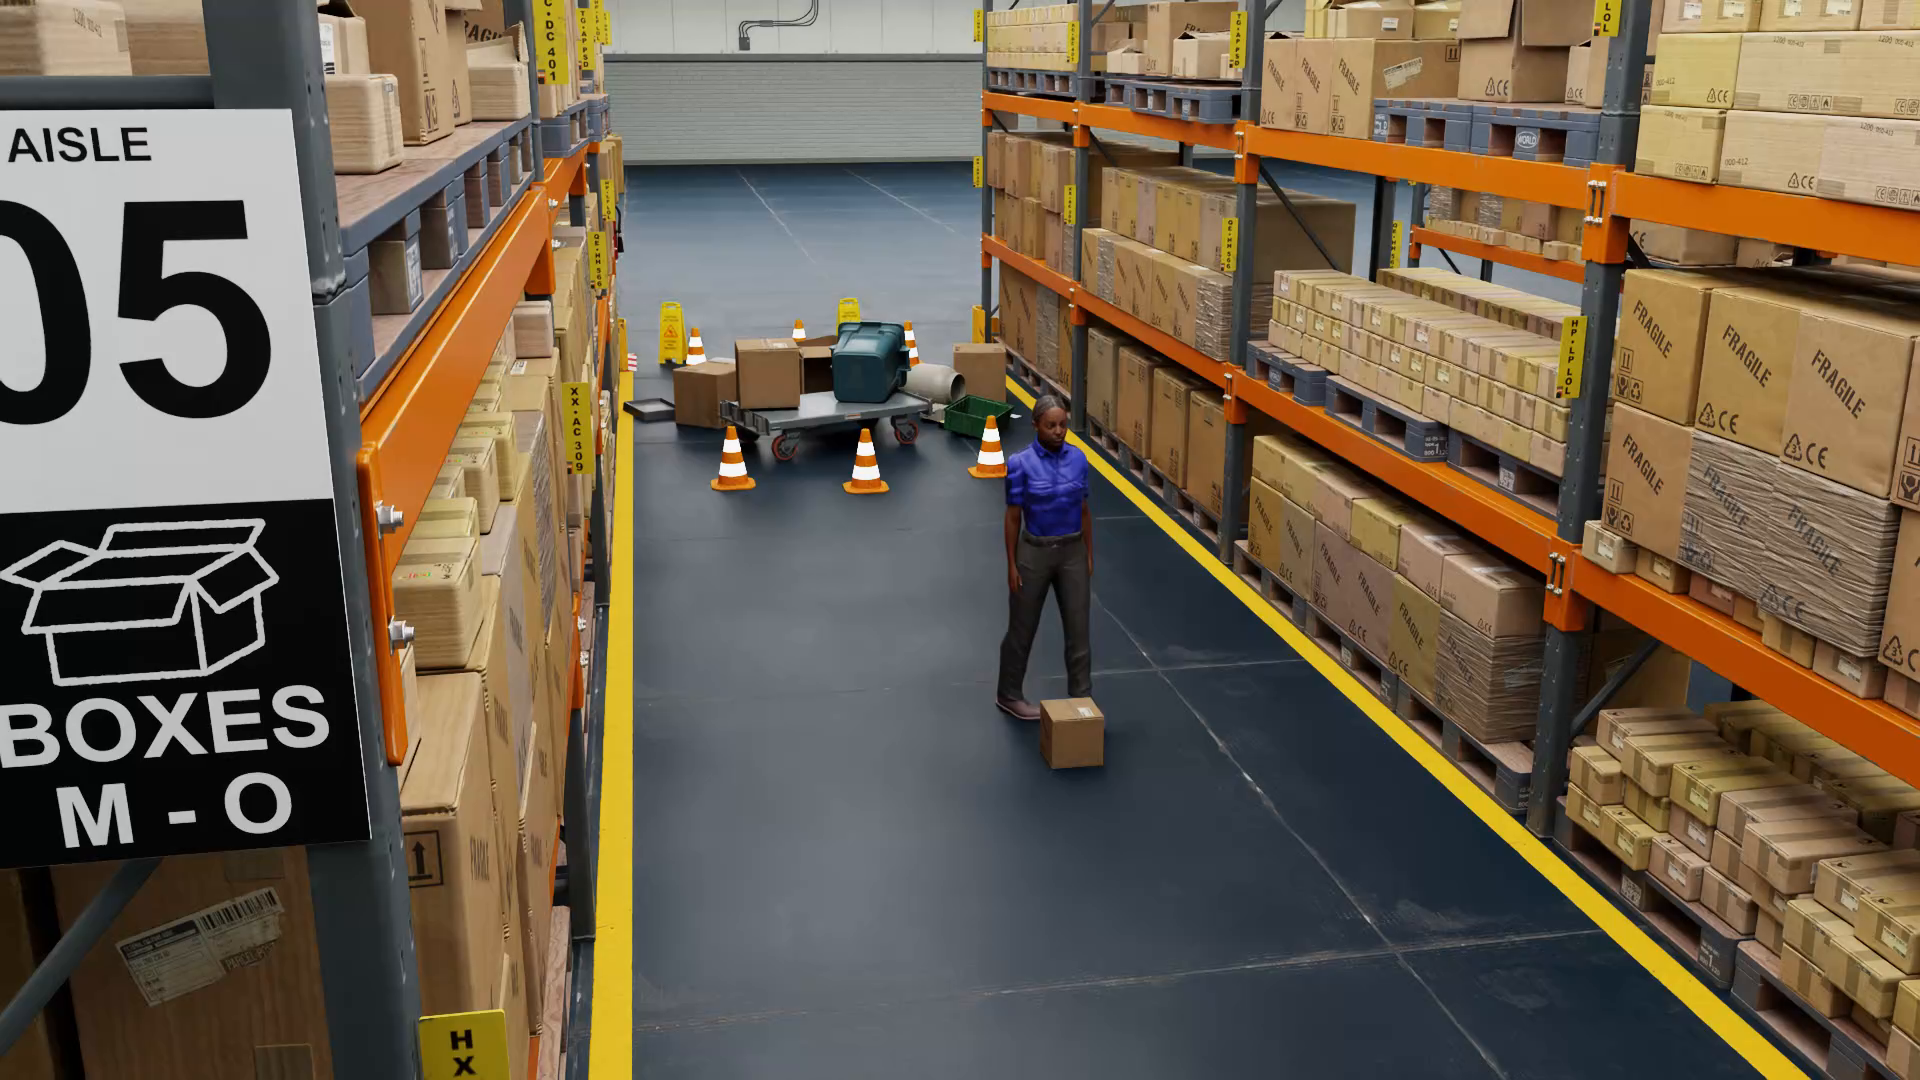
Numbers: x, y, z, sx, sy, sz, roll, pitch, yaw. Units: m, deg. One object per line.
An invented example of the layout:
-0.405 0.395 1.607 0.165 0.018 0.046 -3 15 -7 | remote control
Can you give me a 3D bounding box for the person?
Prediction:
0.470 0.122 8.138 0.460 1.669 0.552 -6 18 -20 | person
